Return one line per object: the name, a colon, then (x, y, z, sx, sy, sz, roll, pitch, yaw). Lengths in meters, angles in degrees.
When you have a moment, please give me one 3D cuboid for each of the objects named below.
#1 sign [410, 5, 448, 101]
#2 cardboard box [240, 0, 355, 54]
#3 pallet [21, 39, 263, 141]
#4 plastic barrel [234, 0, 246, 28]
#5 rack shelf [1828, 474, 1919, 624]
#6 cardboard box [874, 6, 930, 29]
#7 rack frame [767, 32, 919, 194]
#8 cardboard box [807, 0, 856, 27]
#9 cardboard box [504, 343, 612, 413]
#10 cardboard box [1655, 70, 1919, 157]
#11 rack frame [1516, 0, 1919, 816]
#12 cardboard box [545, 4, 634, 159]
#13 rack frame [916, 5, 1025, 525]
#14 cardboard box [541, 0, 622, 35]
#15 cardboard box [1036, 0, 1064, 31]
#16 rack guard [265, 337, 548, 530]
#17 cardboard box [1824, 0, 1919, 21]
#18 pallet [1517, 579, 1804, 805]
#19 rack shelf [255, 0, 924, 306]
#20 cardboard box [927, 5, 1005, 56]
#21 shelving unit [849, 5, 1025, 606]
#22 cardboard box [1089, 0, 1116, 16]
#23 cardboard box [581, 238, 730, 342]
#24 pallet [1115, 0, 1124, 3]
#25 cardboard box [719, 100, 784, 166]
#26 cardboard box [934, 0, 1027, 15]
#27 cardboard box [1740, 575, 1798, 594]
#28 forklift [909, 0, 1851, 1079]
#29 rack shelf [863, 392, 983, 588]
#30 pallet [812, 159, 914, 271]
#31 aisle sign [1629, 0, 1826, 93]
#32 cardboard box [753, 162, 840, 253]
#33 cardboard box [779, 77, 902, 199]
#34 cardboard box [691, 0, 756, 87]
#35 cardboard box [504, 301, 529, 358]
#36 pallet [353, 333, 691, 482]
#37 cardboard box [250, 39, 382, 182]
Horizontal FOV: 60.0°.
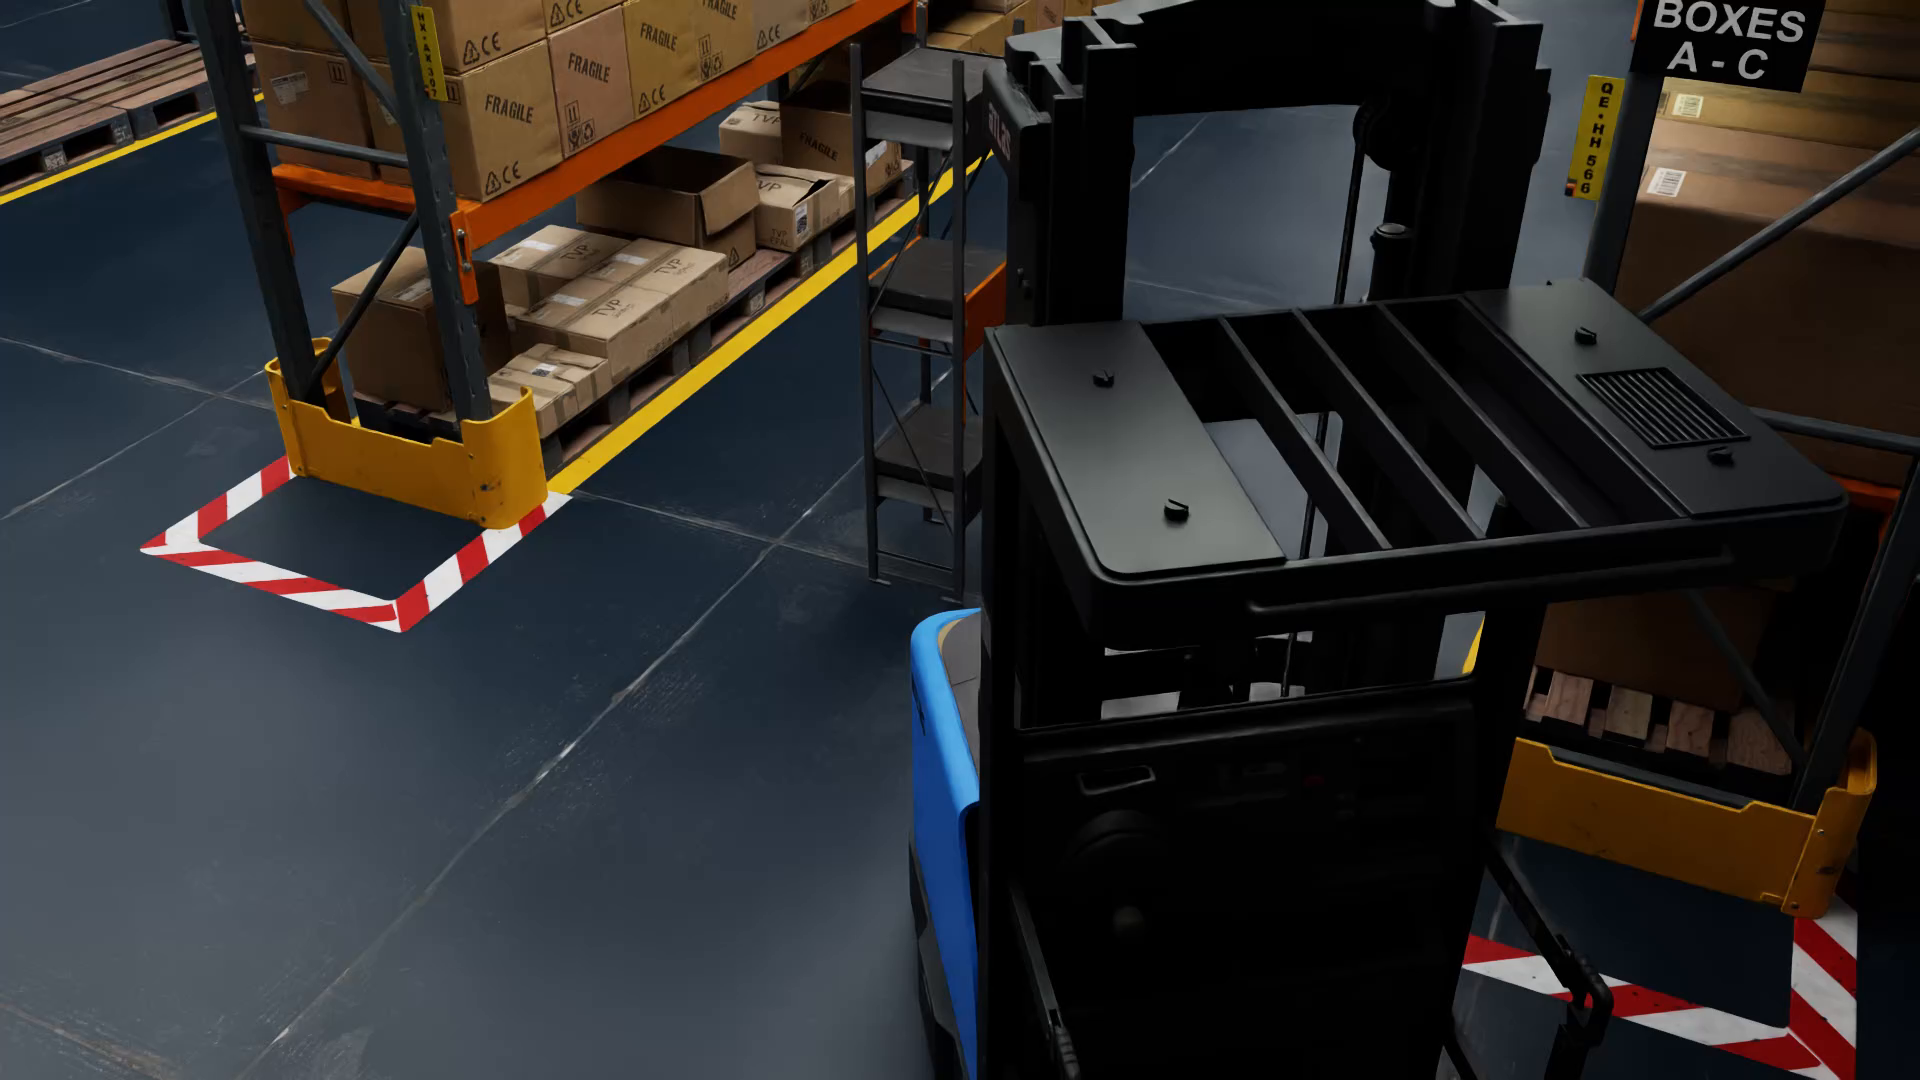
sign: (-1.861, -1.703, 5.822, 0.100, 0.325, 0.005, 14, 36, 20)
cardboard box: (-2.417, -2.210, 6.381, 0.500, 0.500, 0.500, 14, 36, 20)
pallet: (-5.450, -3.054, 11.215, 1.003, 0.211, 1.213, 14, 36, 20)
plastic barrel: (-4.935, -4.161, 11.890, 0.600, 0.901, 0.708, 14, 36, 20)
rack shelf: (2.984, -1.026, 6.235, 1.077, 0.370, 4.000, 14, 36, 20)
cardboard box: (-0.520, -3.152, 10.699, 0.500, 0.500, 0.500, 14, 36, 21)
rack frame: (-0.680, -3.457, 9.287, 1.000, 3.000, 0.127, 14, 36, 20)
cardboard box: (-0.871, -2.934, 8.398, 0.500, 0.500, 0.500, 15, 36, 22)
cardboard box: (-1.762, -0.718, 7.293, 0.380, 0.166, 0.250, 14, 36, 20)
cardboard box: (2.645, -1.077, 5.384, 0.980, 0.700, 0.700, 14, 36, 20)
rack frame: (2.147, -0.330, 4.518, 1.000, 3.000, 0.127, 14, 36, 20)
cardboard box: (-1.718, -1.926, 6.860, 0.500, 0.500, 0.500, 14, 36, 20)
rack frame: (0.033, -0.917, 6.234, 0.400, 2.100, 0.015, 14, 36, 20)
cardboard box: (-1.717, -2.348, 6.592, 0.500, 0.500, 0.500, 15, 36, 21)
cardboard box: (0.384, -3.548, 11.304, 0.500, 0.500, 0.500, 13, 35, 19)
rack guard: (-2.322, -0.458, 6.992, 1.175, 0.500, 0.348, 14, 36, 20)
cardboard box: (3.268, -1.819, 6.516, 0.980, 0.700, 0.700, 13, 36, 19)
pallet: (2.410, 0.420, 5.918, 1.003, 0.211, 1.213, 14, 36, 20)
rack shelf: (-1.517, -2.160, 7.965, 1.077, 0.370, 4.000, 14, 36, 20)
cardboard box: (-0.044, -3.049, 10.543, 0.500, 0.500, 0.500, 15, 36, 21)
shelving unit: (-0.069, -0.796, 6.049, 0.431, 2.100, 0.503, 14, 36, 20)
cardboard box: (0.815, -4.068, 12.097, 0.500, 0.500, 0.500, 16, 36, 22)
cardboard box: (-1.450, -1.203, 7.955, 0.500, 0.250, 0.500, 14, 36, 20)
pallet: (0.646, -3.920, 12.536, 1.003, 0.211, 1.213, 14, 36, 20)
cardboard box: (-1.053, -2.357, 9.660, 0.500, 0.311, 0.500, 14, 36, 20)
cardboard box: (0.162, -3.593, 10.688, 0.500, 0.250, 0.500, 14, 36, 21)
cardboard box: (2.478, 0.005, 5.313, 0.380, 0.149, 0.250, 14, 36, 21)
forklift: (0.627, 0.617, 3.137, 1.130, 2.935, 3.031, -6, 34, -9)
rack shelf: (-0.069, -0.199, 6.440, 0.431, 0.518, 0.480, 14, 36, 20)
pallet: (-0.969, -1.949, 9.530, 1.003, 0.211, 1.213, 14, 36, 20)
aisle sign: (1.844, -1.451, 3.856, 0.394, 0.787, 0.004, 14, 36, 20)
cardboard box: (-0.975, -1.794, 8.802, 0.500, 0.311, 0.500, 14, 36, 20)
cardboard box: (-0.661, -2.247, 9.320, 0.500, 0.500, 0.500, 14, 36, 20)
cardboard box: (-1.295, -2.423, 7.619, 0.500, 0.500, 0.500, 15, 36, 21)
cardboard box: (-2.099, -0.973, 7.680, 0.380, 0.166, 0.250, 14, 36, 20)
pallet: (-1.989, -0.734, 7.677, 1.003, 0.211, 1.213, 14, 36, 20)
cardboard box: (-2.414, -1.792, 6.657, 0.500, 0.500, 0.500, 15, 36, 22)
